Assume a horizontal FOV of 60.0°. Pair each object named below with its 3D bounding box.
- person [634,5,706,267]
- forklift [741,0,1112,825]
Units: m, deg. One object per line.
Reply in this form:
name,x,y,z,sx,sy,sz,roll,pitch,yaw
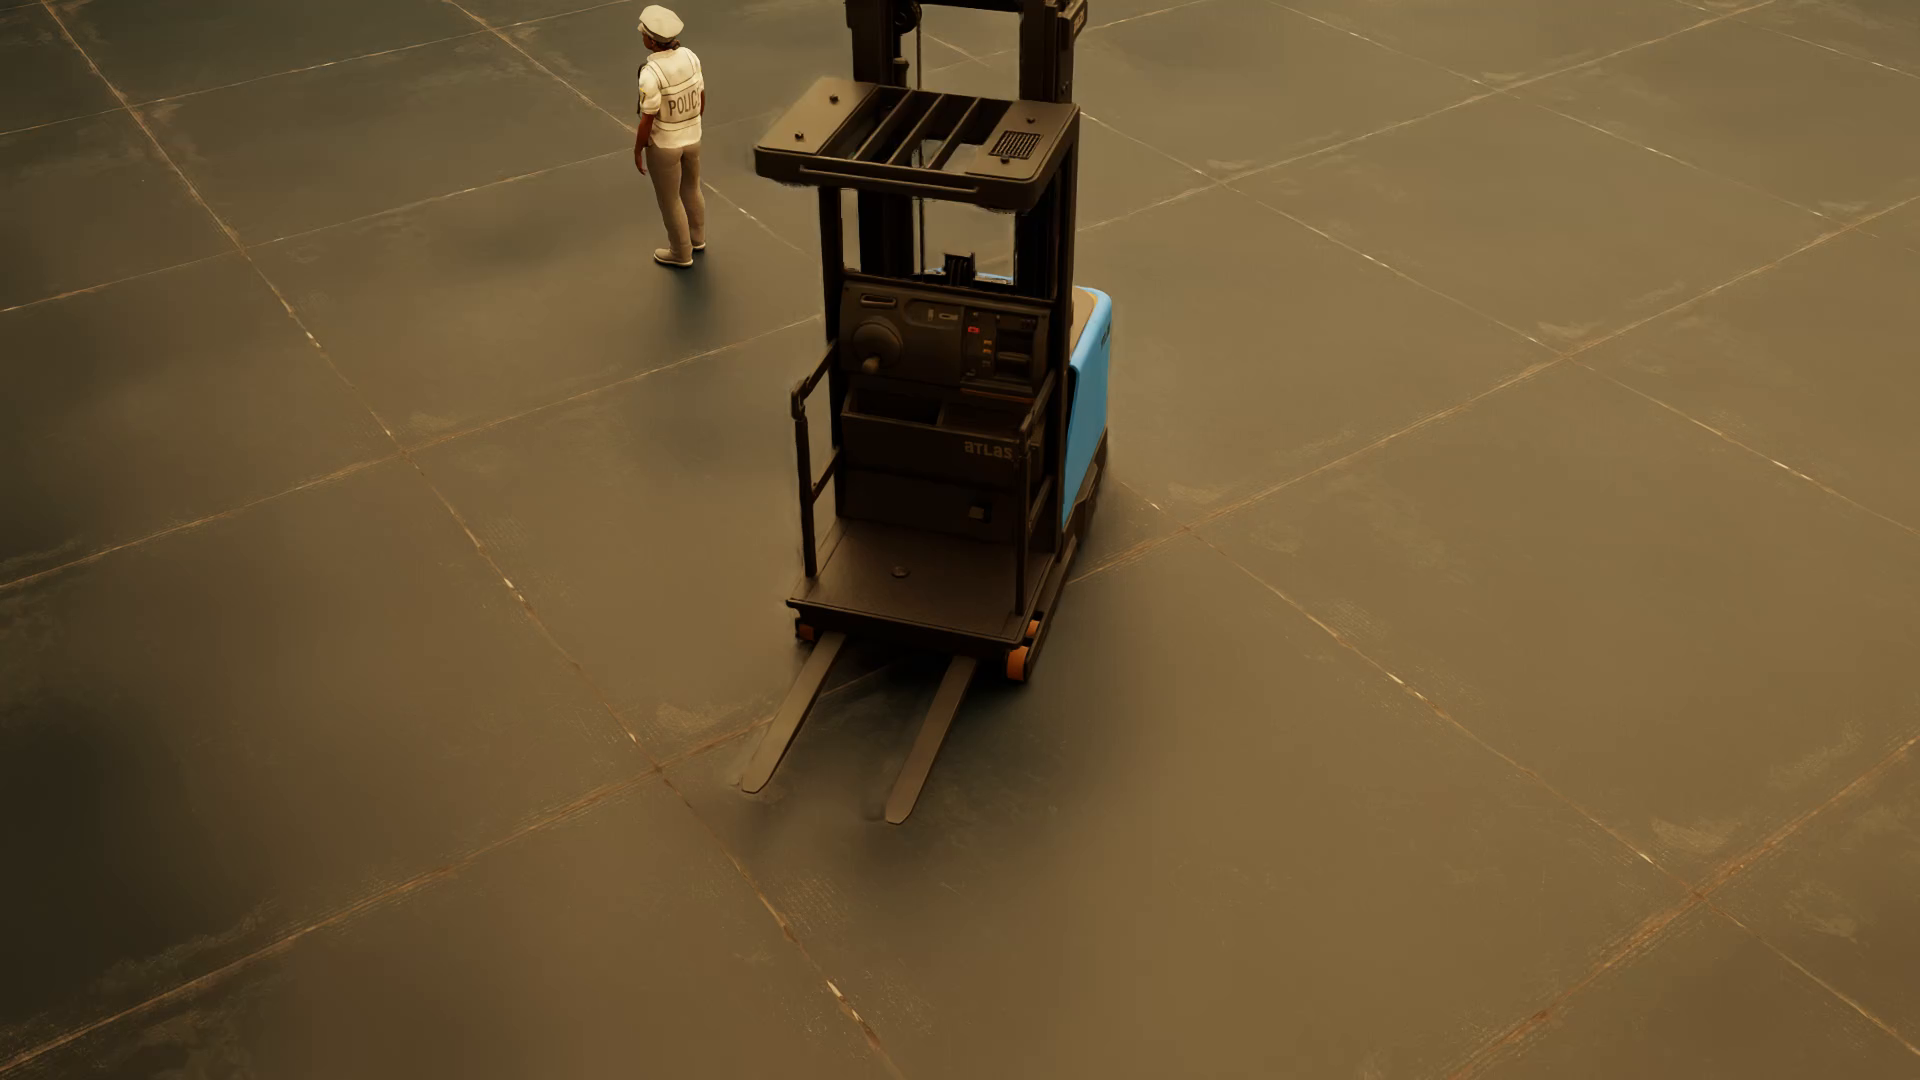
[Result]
person,-1.835,-2.514,10.373,0.530,1.694,0.569,26,44,31
forklift,-0.132,-0.802,7.029,1.130,2.935,3.031,10,38,13
